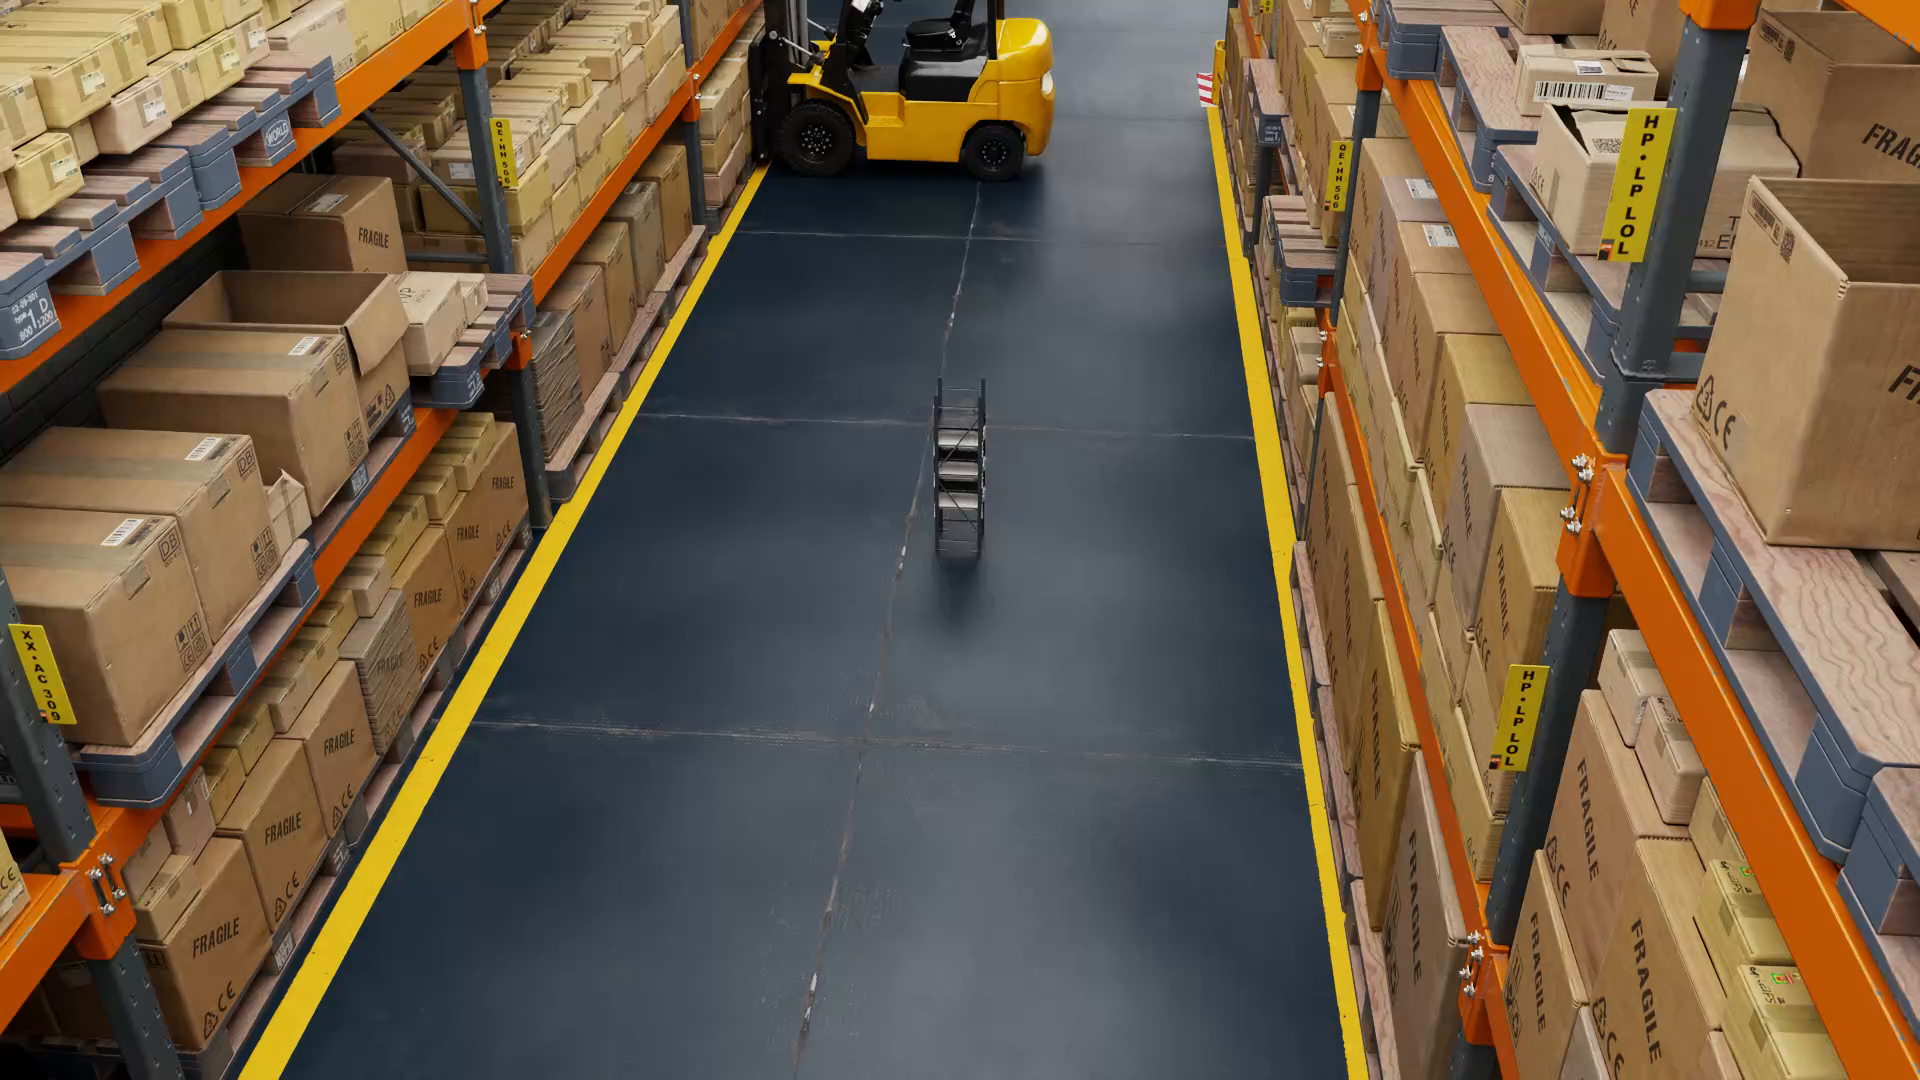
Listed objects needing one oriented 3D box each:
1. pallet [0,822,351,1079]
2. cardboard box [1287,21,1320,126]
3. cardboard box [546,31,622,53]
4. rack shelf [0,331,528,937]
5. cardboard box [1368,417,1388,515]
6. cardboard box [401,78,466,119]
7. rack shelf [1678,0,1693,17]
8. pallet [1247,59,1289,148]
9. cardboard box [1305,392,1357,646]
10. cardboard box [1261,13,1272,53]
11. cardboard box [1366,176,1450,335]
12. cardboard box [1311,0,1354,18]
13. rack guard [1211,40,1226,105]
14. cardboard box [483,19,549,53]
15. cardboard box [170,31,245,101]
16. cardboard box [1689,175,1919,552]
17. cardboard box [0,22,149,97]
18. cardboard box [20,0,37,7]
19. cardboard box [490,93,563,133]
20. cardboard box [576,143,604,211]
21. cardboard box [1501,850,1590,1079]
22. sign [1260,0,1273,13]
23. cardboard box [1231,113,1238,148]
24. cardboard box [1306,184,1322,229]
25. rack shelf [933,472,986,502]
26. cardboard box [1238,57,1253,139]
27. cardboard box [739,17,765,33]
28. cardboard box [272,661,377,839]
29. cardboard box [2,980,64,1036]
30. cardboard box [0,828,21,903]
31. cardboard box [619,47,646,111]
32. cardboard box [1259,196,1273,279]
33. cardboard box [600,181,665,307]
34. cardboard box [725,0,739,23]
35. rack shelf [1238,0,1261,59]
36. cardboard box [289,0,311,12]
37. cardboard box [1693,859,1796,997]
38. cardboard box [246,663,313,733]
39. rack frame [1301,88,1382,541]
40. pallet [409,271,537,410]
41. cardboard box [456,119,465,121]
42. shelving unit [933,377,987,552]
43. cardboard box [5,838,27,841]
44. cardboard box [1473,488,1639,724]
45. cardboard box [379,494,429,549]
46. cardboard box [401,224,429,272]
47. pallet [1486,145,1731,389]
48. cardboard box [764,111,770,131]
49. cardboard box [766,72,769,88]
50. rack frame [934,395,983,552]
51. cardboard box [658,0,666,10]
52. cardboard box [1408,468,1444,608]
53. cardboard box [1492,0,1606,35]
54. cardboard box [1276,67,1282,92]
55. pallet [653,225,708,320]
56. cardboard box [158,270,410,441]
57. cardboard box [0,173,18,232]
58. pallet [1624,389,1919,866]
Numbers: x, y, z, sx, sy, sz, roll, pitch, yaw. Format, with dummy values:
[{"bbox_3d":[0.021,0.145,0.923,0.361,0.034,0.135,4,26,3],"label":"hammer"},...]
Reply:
[{"bbox_3d":[-2.985,1.473,6.158,1.003,0.211,1.213,2,32,4],"label":"pallet"},{"bbox_3d":[2.136,-2.586,9.309,0.500,0.500,0.500,1,32,2],"label":"cardboard box"},{"bbox_3d":[-2.243,-2.931,9.934,0.380,0.149,0.250,3,32,4],"label":"cardboard box"},{"bbox_3d":[-2.850,-0.027,6.620,1.077,0.370,4.000,2,32,4],"label":"rack shelf"},{"bbox_3d":[1.897,-0.316,6.547,0.500,0.250,0.500,3,32,6],"label":"cardboard box"},{"bbox_3d":[-2.822,-2.415,9.096,0.380,0.149,0.250,2,32,4],"label":"cardboard box"},{"bbox_3d":[2.097,-2.200,4.810,1.077,0.370,4.000,2,32,4],"label":"rack shelf"},{"bbox_3d":[2.378,-2.785,10.593,1.003,0.211,1.213,2,32,4],"label":"pallet"},{"bbox_3d":[2.121,-0.085,7.654,0.875,0.875,0.875,2,32,4],"label":"cardboard box"},{"bbox_3d":[2.374,-3.672,11.471,0.500,0.500,0.500,2,32,3],"label":"cardboard box"},{"bbox_3d":[1.945,-1.130,6.676,0.500,0.500,0.500,3,32,4],"label":"cardboard box"},{"bbox_3d":[2.209,-3.081,9.493,0.380,0.149,0.250,4,32,7],"label":"cardboard box"},{"bbox_3d":[2.905,-4.248,15.166,1.175,0.500,0.348,2,32,4],"label":"rack guard"},{"bbox_3d":[-2.745,-3.082,10.179,0.380,0.149,0.250,2,32,4],"label":"cardboard box"},{"bbox_3d":[-2.482,-1.484,5.184,0.380,0.149,0.250,3,32,5],"label":"cardboard box"},{"bbox_3d":[1.677,-0.319,2.959,0.500,0.500,0.500,3,32,5],"label":"cardboard box"},{"bbox_3d":[-2.543,-1.352,4.685,0.380,0.149,0.250,2,32,3],"label":"cardboard box"},{"bbox_3d":[-2.949,-1.641,5.154,0.380,0.149,0.250,3,32,4],"label":"cardboard box"},{"bbox_3d":[-2.343,-2.264,8.851,0.380,0.149,0.250,3,32,5],"label":"cardboard box"},{"bbox_3d":[-2.327,-2.069,9.391,0.500,0.250,0.500,1,32,2],"label":"cardboard box"},{"bbox_3d":[1.635,1.115,3.987,0.500,0.500,0.500,3,32,6],"label":"cardboard box"},{"bbox_3d":[2.044,-3.648,10.985,0.100,0.325,0.005,2,32,4],"label":"sign"},{"bbox_3d":[2.489,-3.398,13.625,0.500,0.250,0.500,5,32,7],"label":"cardboard box"},{"bbox_3d":[1.978,-1.699,8.487,0.380,0.149,0.250,2,32,4],"label":"cardboard box"},{"bbox_3d":[-0.001,-0.274,8.572,0.258,0.077,0.200,2,32,4],"label":"rack shelf"},{"bbox_3d":[2.446,-3.441,12.981,0.500,0.500,0.500,4,32,7],"label":"cardboard box"},{"bbox_3d":[-1.830,-4.210,13.990,0.500,0.250,0.500,3,32,5],"label":"cardboard box"},{"bbox_3d":[-2.671,0.815,6.550,0.500,0.500,0.500,2,32,3],"label":"cardboard box"},{"bbox_3d":[-3.268,1.329,5.717,0.500,0.500,0.500,2,32,4],"label":"cardboard box"},{"bbox_3d":[-2.812,0.927,4.246,0.500,0.250,0.500,3,32,5],"label":"cardboard box"},{"bbox_3d":[-2.229,-2.815,10.125,0.500,0.250,0.500,3,32,5],"label":"cardboard box"},{"bbox_3d":[2.545,-2.046,11.315,0.950,0.372,0.625,3,32,5],"label":"cardboard box"},{"bbox_3d":[-2.464,-1.959,10.933,0.875,0.625,0.625,2,32,3],"label":"cardboard box"},{"bbox_3d":[-1.999,-4.272,12.727,0.500,0.500,0.500,2,32,3],"label":"cardboard box"},{"bbox_3d":[2.749,-4.000,13.067,1.077,0.370,4.000,2,32,4],"label":"rack shelf"},{"bbox_3d":[-2.611,-2.035,6.097,0.380,0.149,0.250,3,32,4],"label":"cardboard box"},{"bbox_3d":[1.585,0.730,3.040,0.380,0.149,0.250,2,32,4],"label":"cardboard box"},{"bbox_3d":[-2.697,0.590,6.297,0.380,0.149,0.250,2,32,4],"label":"cardboard box"},{"bbox_3d":[2.260,-1.169,7.787,1.000,3.000,0.127,2,32,4],"label":"rack frame"},{"bbox_3d":[-2.673,-0.940,7.598,1.213,0.211,1.003,2,32,4],"label":"pallet"},{"bbox_3d":[-2.844,-2.304,9.295,0.500,0.250,0.500,2,32,4],"label":"cardboard box"},{"bbox_3d":[-0.001,-0.379,8.507,0.258,0.900,0.210,2,32,4],"label":"shelving unit"},{"bbox_3d":[-3.254,0.980,5.665,0.380,0.149,0.250,2,32,4],"label":"cardboard box"},{"bbox_3d":[1.720,0.210,4.501,0.500,0.500,0.500,3,32,6],"label":"cardboard box"},{"bbox_3d":[-2.599,-0.084,7.392,0.380,0.149,0.250,3,32,5],"label":"cardboard box"},{"bbox_3d":[-2.906,-1.561,8.566,0.500,0.250,0.500,2,32,3],"label":"cardboard box"},{"bbox_3d":[1.960,-0.754,4.438,0.805,0.209,1.217,1,32,2],"label":"pallet"},{"bbox_3d":[-1.879,-3.518,13.819,0.500,0.250,0.500,3,32,6],"label":"cardboard box"},{"bbox_3d":[-1.837,-3.982,14.097,0.500,0.250,0.500,2,32,3],"label":"cardboard box"},{"bbox_3d":[-0.009,-0.326,8.421,0.240,0.900,0.006,2,32,4],"label":"rack frame"},{"bbox_3d":[-2.168,-3.601,11.020,0.380,0.149,0.250,4,32,6],"label":"cardboard box"},{"bbox_3d":[1.797,0.000,5.557,0.500,0.250,0.500,3,32,5],"label":"cardboard box"},{"bbox_3d":[2.369,-2.141,6.011,0.700,0.500,0.500,1,32,2],"label":"cardboard box"},{"bbox_3d":[2.197,-2.926,10.479,0.380,0.149,0.250,3,32,5],"label":"cardboard box"},{"bbox_3d":[-2.383,-1.896,11.626,1.003,0.211,1.213,2,32,4],"label":"pallet"},{"bbox_3d":[-2.636,-0.740,6.593,0.797,0.503,0.637,2,32,3],"label":"cardboard box"},{"bbox_3d":[-2.592,-0.818,4.103,0.380,0.149,0.250,3,32,5],"label":"cardboard box"},{"bbox_3d":[1.857,0.111,2.936,1.003,0.211,1.213,2,32,4],"label":"pallet"}]
